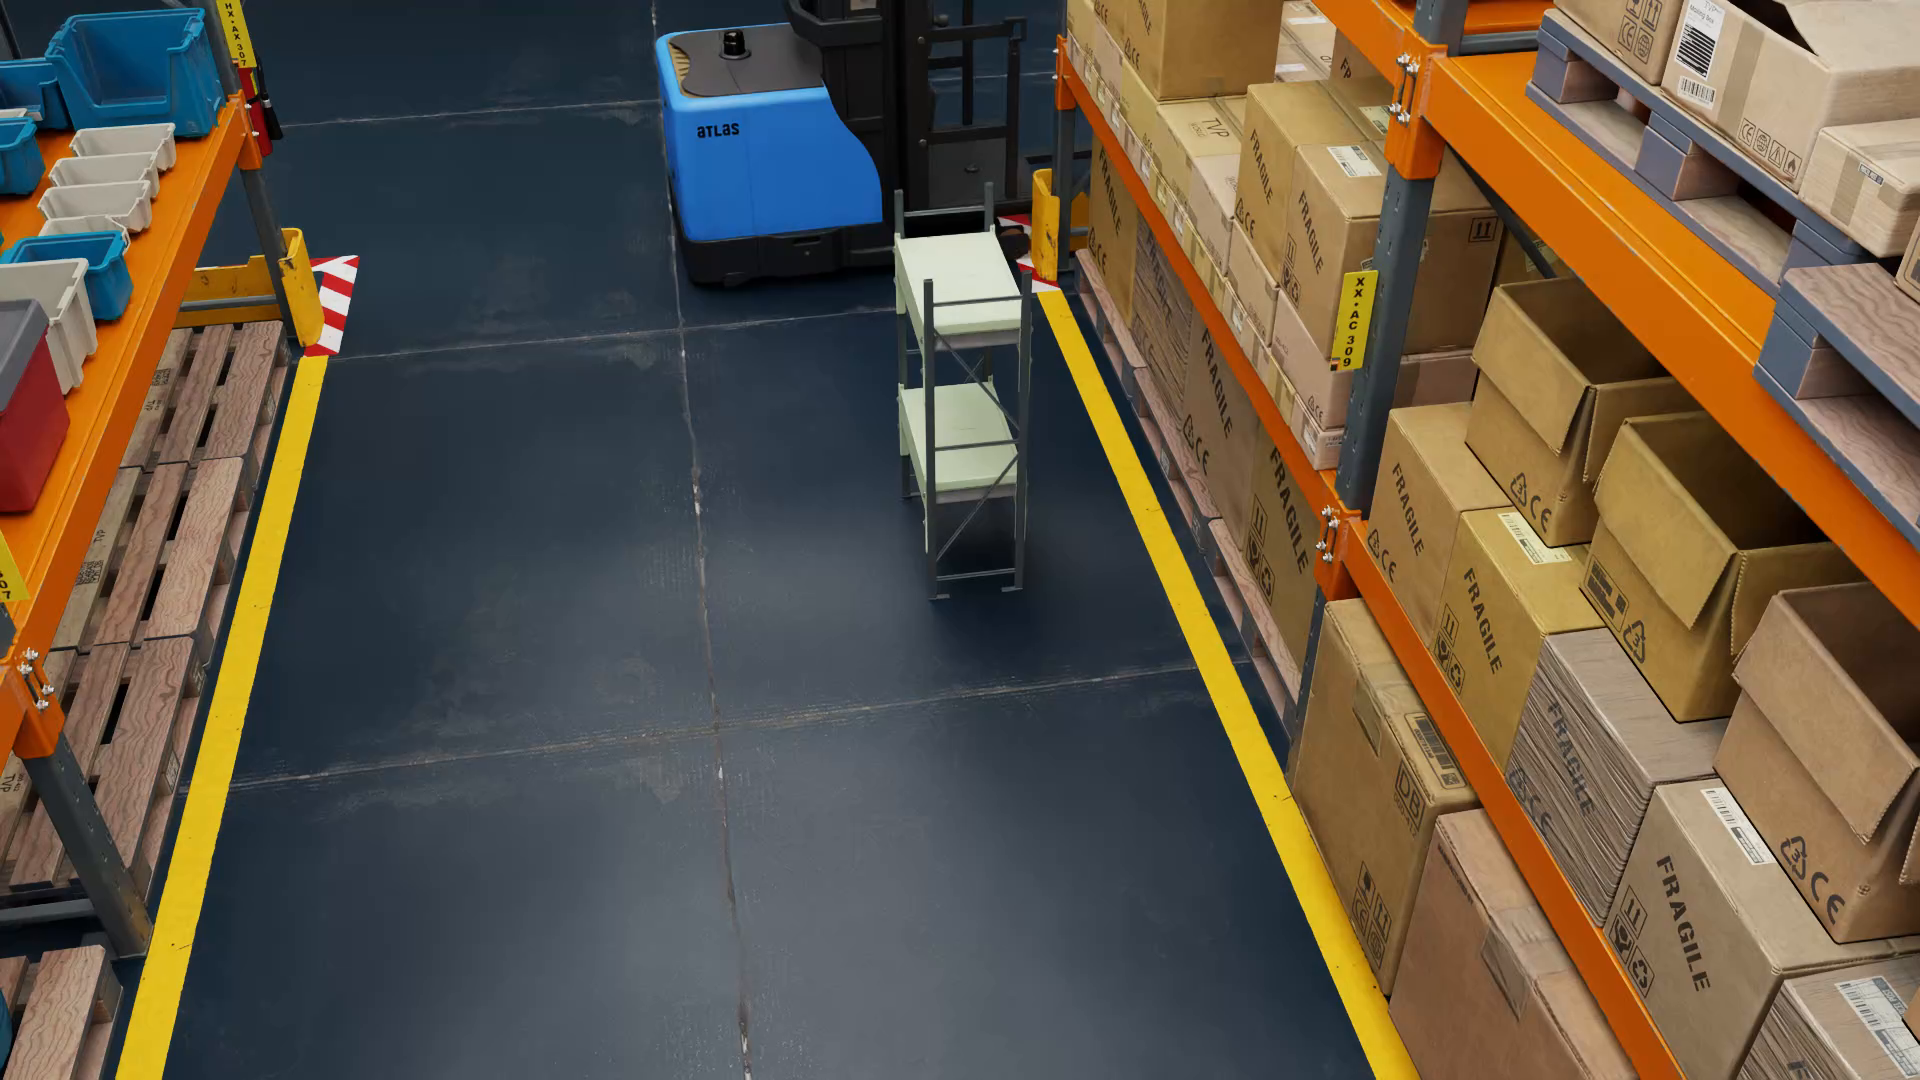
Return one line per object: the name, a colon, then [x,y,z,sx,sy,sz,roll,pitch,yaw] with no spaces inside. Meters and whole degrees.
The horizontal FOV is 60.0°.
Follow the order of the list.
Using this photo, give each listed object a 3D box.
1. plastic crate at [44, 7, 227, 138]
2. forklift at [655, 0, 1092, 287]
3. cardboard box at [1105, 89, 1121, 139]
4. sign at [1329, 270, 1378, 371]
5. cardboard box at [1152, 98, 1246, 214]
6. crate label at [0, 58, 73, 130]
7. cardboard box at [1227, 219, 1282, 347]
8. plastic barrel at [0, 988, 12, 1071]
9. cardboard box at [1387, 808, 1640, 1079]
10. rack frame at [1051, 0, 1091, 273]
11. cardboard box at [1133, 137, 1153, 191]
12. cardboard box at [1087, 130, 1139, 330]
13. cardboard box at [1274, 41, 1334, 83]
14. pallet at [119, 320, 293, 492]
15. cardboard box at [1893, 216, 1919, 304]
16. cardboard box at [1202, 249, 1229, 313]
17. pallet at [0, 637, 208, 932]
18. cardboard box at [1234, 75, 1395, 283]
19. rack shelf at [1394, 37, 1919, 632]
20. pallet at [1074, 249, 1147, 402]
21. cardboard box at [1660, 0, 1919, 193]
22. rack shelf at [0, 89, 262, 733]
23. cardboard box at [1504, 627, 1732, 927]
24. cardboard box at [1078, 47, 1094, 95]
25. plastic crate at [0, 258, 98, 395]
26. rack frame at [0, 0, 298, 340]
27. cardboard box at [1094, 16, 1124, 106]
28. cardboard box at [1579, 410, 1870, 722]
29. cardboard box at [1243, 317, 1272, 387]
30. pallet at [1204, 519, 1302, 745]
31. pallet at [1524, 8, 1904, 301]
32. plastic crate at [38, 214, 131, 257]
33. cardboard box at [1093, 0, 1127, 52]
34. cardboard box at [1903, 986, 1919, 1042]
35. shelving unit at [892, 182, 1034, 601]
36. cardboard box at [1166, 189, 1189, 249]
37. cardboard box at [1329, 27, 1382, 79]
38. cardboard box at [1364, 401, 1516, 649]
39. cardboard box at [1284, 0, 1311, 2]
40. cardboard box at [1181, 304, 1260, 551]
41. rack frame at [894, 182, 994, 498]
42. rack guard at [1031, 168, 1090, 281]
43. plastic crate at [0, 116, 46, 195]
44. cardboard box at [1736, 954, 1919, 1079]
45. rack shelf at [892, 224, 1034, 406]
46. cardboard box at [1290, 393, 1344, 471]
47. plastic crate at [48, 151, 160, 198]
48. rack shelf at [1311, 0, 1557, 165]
plastic crate: [-3.640,-2.064,7.384,0.616,0.435,0.499,-6,38,-8]
forklift: [-0.096,-2.995,8.716,3.031,2.935,1.130,-8,39,-11]
cardboard box: [0.870,-1.925,7.488,0.380,0.149,0.250,-7,38,-9]
sign: [1.149,-0.638,4.856,0.100,0.325,0.005,-6,38,-8]
cardboard box: [1.091,-1.549,6.678,0.500,0.250,0.500,-7,38,-9]
crate label: [-4.163,-1.981,7.443,0.416,0.233,0.303,-6,38,-8]
cardboard box: [1.266,-0.934,5.887,0.500,0.250,0.500,-5,38,-7]
plastic barrel: [-3.103,1.201,4.627,0.600,0.901,0.708,-6,38,-8]
cardboard box: [1.984,1.272,4.557,1.225,0.875,0.875,-7,38,-10]
rack frame: [0.994,-2.741,8.333,1.000,3.000,0.127,-6,38,-8]
cardboard box: [0.959,-1.616,7.089,0.380,0.149,0.250,-7,38,-8]
cardboard box: [1.185,-1.690,8.370,0.875,0.875,0.875,-6,38,-8]
cardboard box: [1.518,-1.921,7.158,0.500,0.250,0.500,-7,38,-9]
pallet: [-3.776,-0.605,7.857,1.003,0.211,1.213,-6,38,-8]
cardboard box: [2.017,-0.532,2.618,0.797,0.503,0.637,-7,38,-9]
cardboard box: [1.138,-0.996,6.292,0.380,0.149,0.250,-6,38,-7]
pallet: [-3.348,0.869,5.960,1.003,0.211,1.213,-6,38,-8]
cardboard box: [1.267,-1.231,5.659,0.500,0.500,0.500,-6,38,-7]
rack shelf: [2.046,-0.018,2.969,1.077,0.370,4.000,-6,38,-8]
pallet: [1.211,-1.165,8.578,1.003,0.211,1.213,-6,38,-8]
cardboard box: [1.799,-0.968,3.336,0.500,0.311,0.500,-7,38,-10]
rack shelf: [-3.532,-0.716,6.313,1.077,0.370,4.000,-6,38,-8]
cardboard box: [1.706,0.546,4.021,0.500,0.500,0.500,-7,38,-9]
cardboard box: [0.778,-2.237,7.889,0.380,0.149,0.250,-7,38,-9]
plastic crate: [-3.268,-0.711,5.768,0.437,0.282,0.530,-6,38,-8]
rack frame: [-3.882,-2.208,7.648,1.000,3.000,0.127,-6,38,-8]
cardboard box: [0.910,-2.167,7.474,0.500,0.250,0.500,-7,38,-9]
cardboard box: [1.924,0.040,3.854,0.797,0.503,0.637,-6,38,-7]
cardboard box: [1.229,-0.685,5.892,0.380,0.149,0.250,-7,38,-9]
pallet: [1.639,0.308,6.681,1.003,0.211,1.213,-6,38,-8]
pallet: [1.904,-0.886,3.656,0.805,0.209,1.217,-8,39,-10]
plastic crate: [-3.382,-1.136,6.433,0.298,0.136,0.250,-6,38,-8]
cardboard box: [0.900,-2.474,7.259,0.500,0.500,0.500,-7,38,-9]
cardboard box: [2.173,0.818,2.853,0.797,0.503,0.637,-5,38,-7]
shelving unit: [0.001,-0.588,6.785,0.431,1.500,0.755,-6,38,-8]
cardboard box: [1.050,-1.305,6.689,0.380,0.149,0.250,-6,38,-7]
cardboard box: [1.688,-1.608,6.144,0.500,0.500,0.500,-7,38,-9]
cardboard box: [1.530,-0.060,4.801,0.500,0.500,0.500,-6,38,-8]
cardboard box: [1.340,-2.535,7.948,0.500,0.250,0.500,-7,38,-9]
cardboard box: [1.500,-0.603,6.970,0.875,0.875,0.875,-6,38,-8]
rack frame: [-0.063,-0.809,7.069,0.400,1.500,0.023,-6,38,-8]
rack guard: [0.990,-1.768,9.119,1.175,0.500,0.348,-6,38,-8]
plastic crate: [-4.048,-1.584,6.931,0.416,0.233,0.300,-6,38,-8]
cardboard box: [1.890,1.165,3.224,0.500,0.500,0.500,-7,38,-9]
rack shelf: [0.001,-0.896,6.545,0.431,0.370,0.720,-6,38,-8]
cardboard box: [1.319,-0.375,5.492,0.380,0.149,0.250,-6,38,-8]
plastic crate: [-3.525,-1.478,6.874,0.396,0.136,0.243,-6,38,-8]
rack shelf: [1.344,-2.434,6.079,1.077,0.370,4.000,-6,38,-8]
